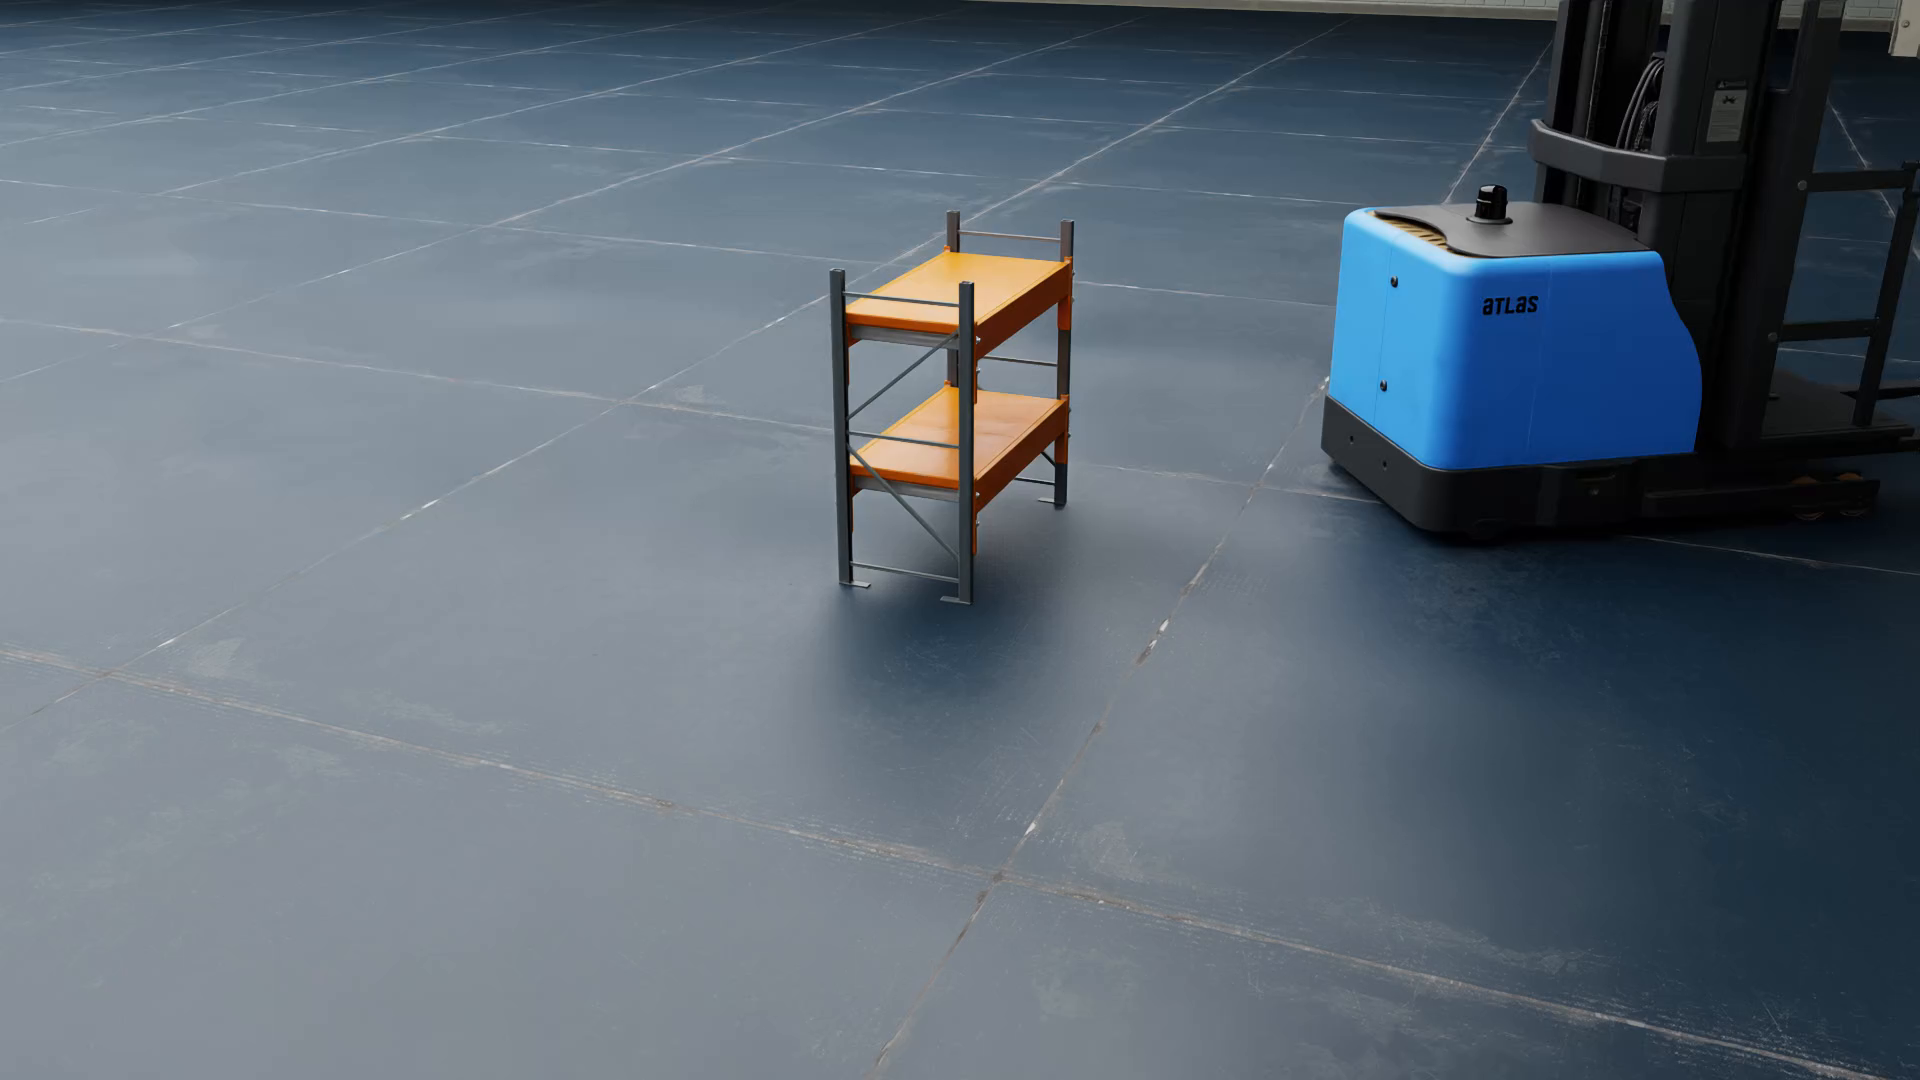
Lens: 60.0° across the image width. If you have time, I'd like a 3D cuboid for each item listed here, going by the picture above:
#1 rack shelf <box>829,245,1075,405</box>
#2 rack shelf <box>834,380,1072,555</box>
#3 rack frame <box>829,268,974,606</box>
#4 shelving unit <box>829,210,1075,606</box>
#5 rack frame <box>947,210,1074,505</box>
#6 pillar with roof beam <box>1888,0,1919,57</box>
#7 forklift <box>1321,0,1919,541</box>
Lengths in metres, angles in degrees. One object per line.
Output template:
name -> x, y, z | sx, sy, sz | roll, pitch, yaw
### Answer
rack shelf -> -0.003, -0.787, 5.915 | 0.538, 0.278, 1.000 | 9, 24, 20
rack shelf -> -0.003, -0.291, 6.122 | 0.538, 0.278, 1.000 | 9, 24, 20
rack frame -> -0.191, -0.335, 5.592 | 0.500, 1.125, 0.032 | 9, 24, 20
shelving unit -> -0.003, -0.517, 6.027 | 0.538, 1.125, 1.048 | 9, 24, 20
rack frame -> 0.186, -0.699, 6.463 | 0.500, 1.125, 0.032 | 9, 24, 20
pillar with roof beam -> 7.784, -10.829, 20.500 | 9.100, 9.000, 0.400 | 9, 24, 20
forklift -> 3.086, -1.622, 6.330 | 3.031, 2.935, 1.130 | -5, 23, -11
